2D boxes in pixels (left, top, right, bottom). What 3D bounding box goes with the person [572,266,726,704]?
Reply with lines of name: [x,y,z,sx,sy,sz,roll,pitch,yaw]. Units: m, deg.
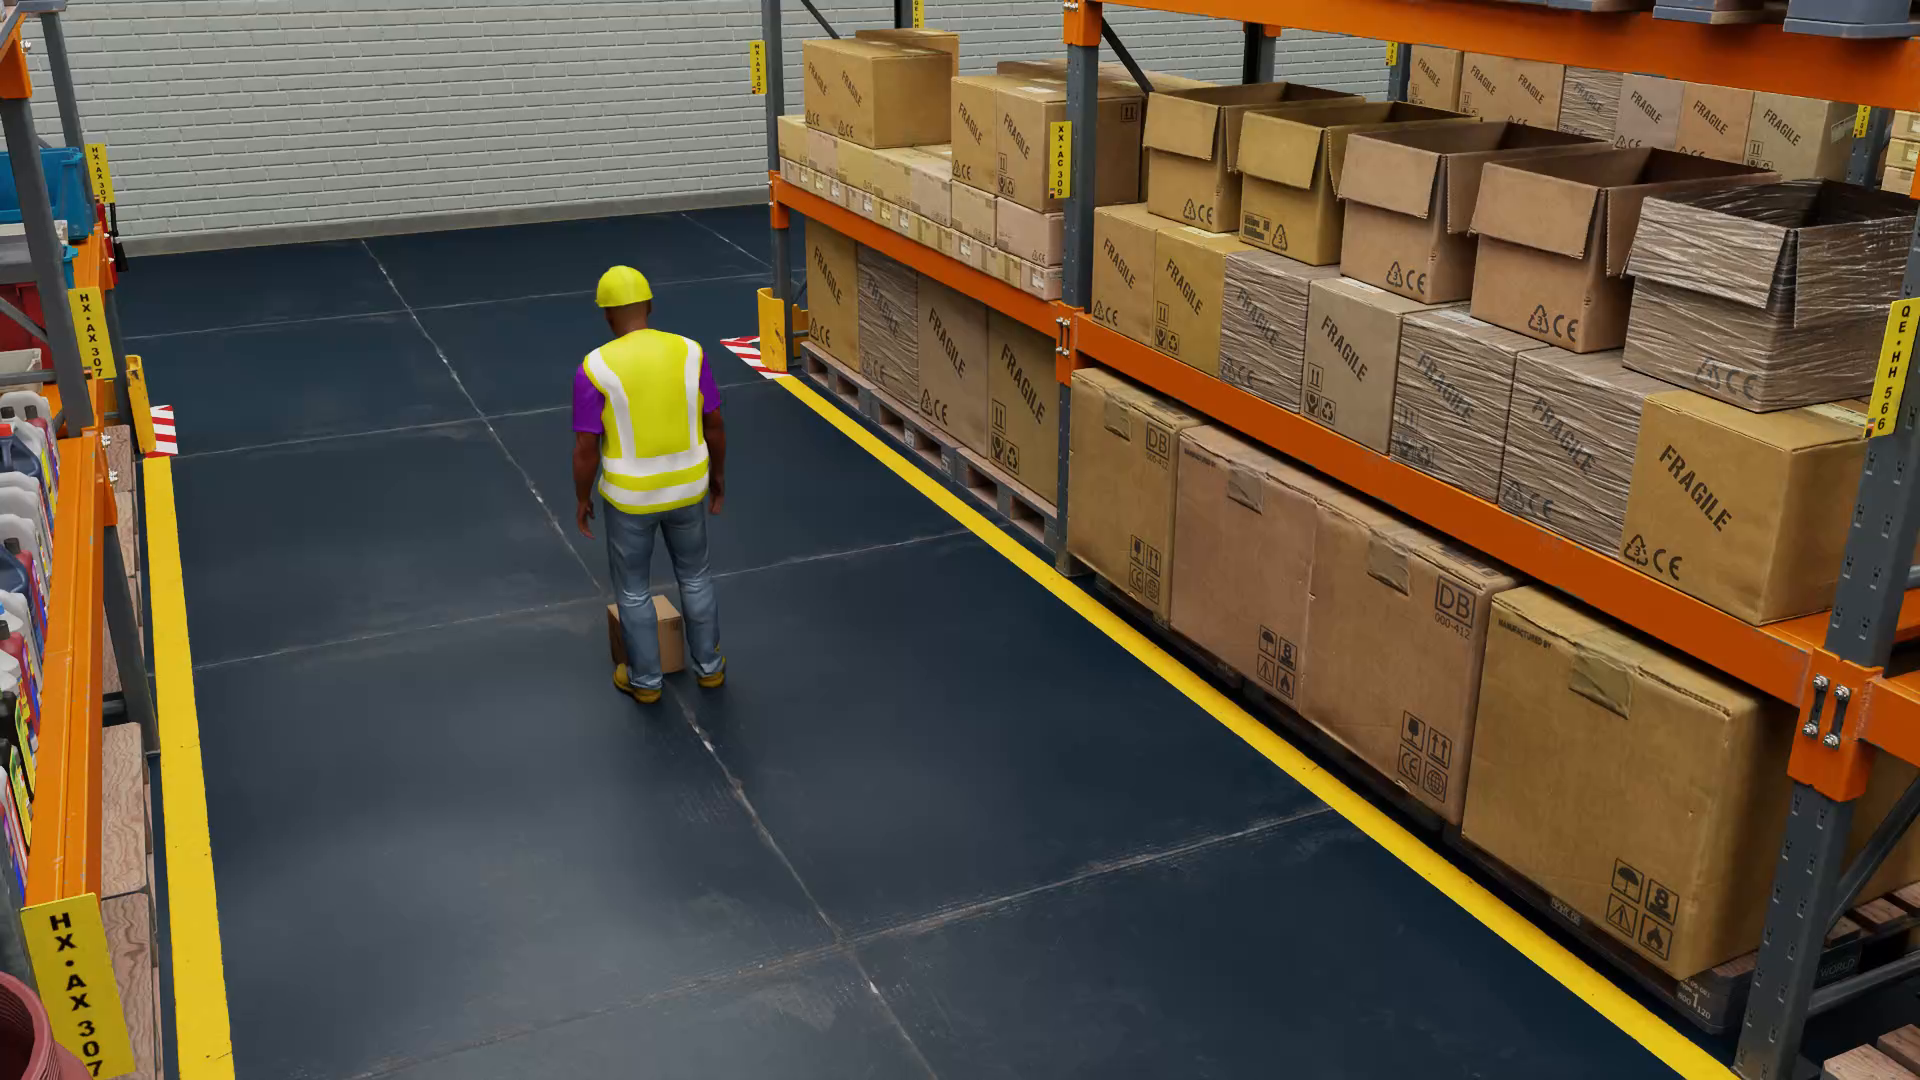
person: [-1.225,-0.209,6.584,0.629,1.759,0.460,-12,25,-27]
